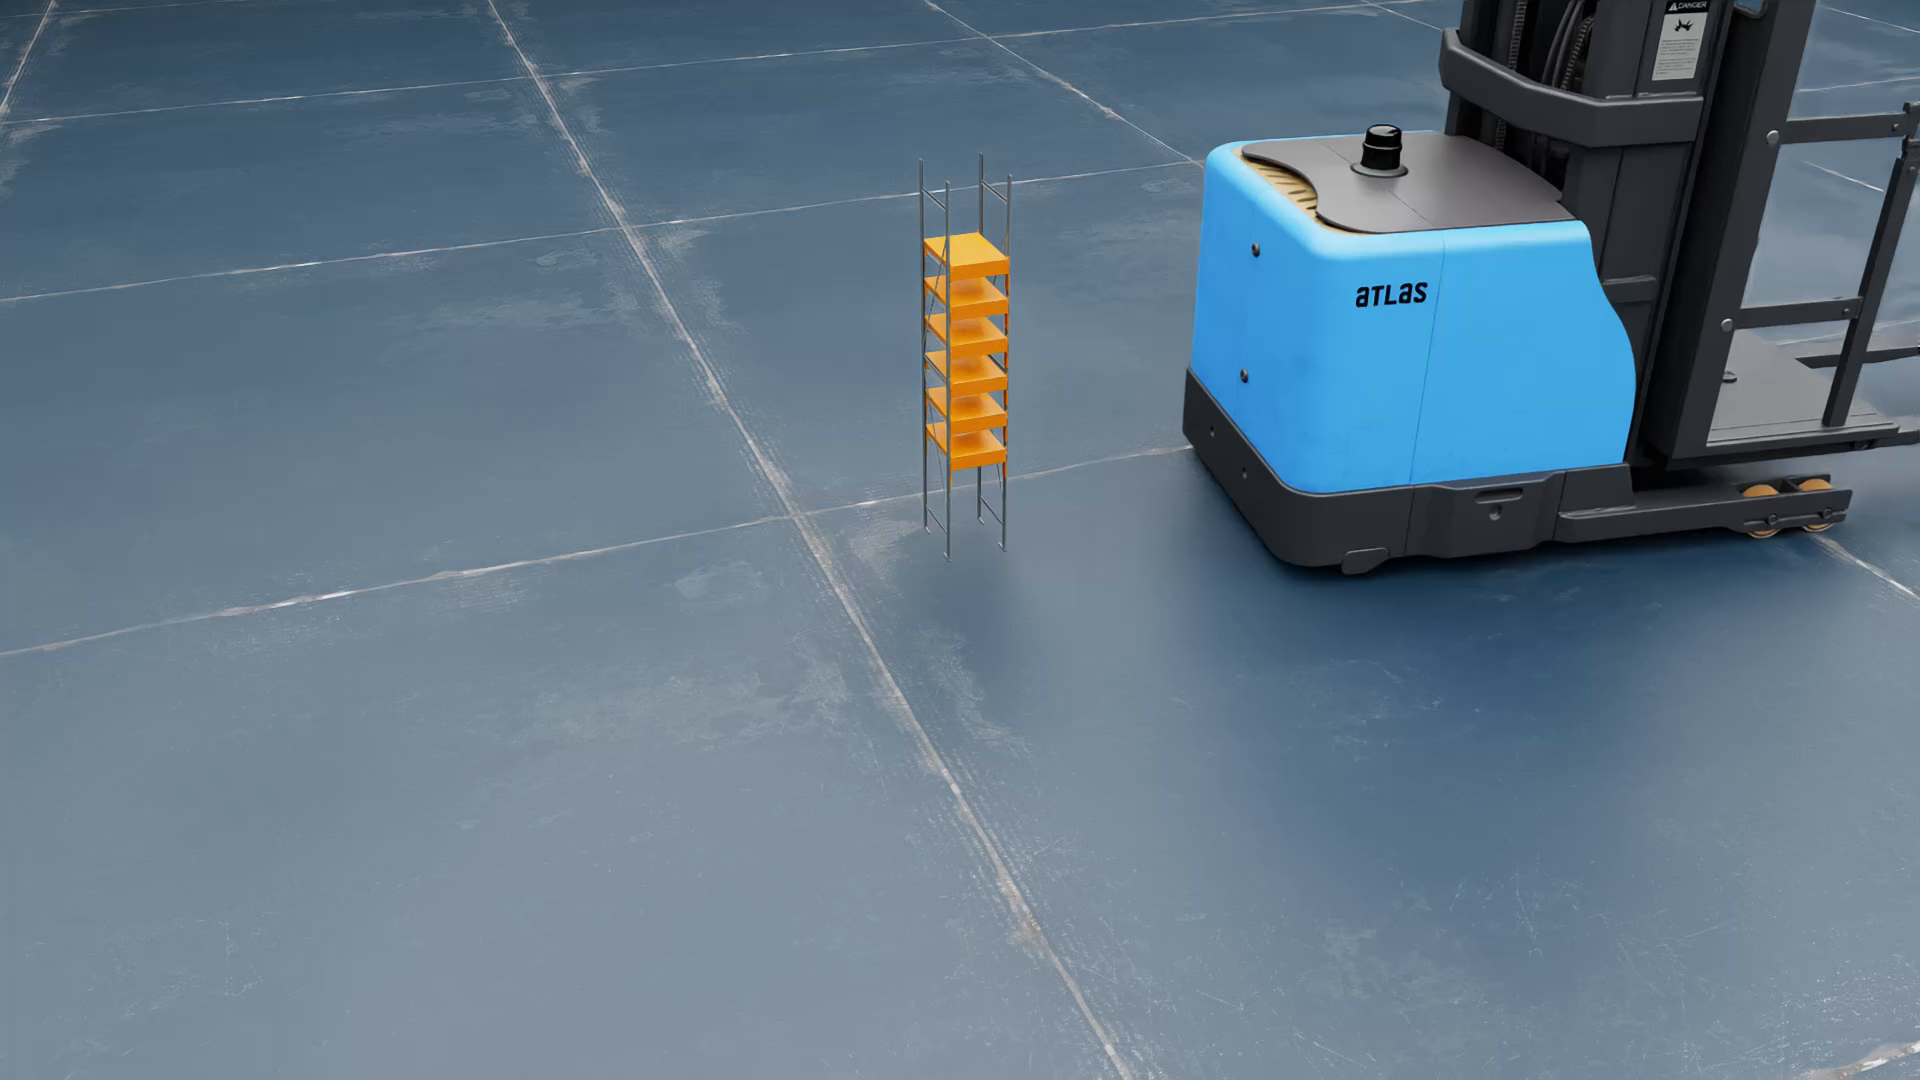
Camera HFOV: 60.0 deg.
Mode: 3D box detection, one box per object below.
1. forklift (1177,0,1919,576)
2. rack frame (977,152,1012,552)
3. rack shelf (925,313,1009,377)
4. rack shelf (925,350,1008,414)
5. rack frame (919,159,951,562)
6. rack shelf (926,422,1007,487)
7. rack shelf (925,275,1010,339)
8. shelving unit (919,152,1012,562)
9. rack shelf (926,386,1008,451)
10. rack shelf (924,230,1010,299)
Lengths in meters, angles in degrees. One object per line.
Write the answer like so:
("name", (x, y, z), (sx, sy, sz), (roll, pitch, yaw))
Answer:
("forklift", (2.325, -1.527, 4.969), (3.031, 2.935, 1.130), (-6, 30, -10))
("rack frame", (0.099, -0.540, 4.985), (0.006, 1.200, 0.240), (-10, 31, -18))
("rack shelf", (0.014, -0.589, 4.920), (0.180, 0.103, 0.258), (-10, 31, -18))
("rack shelf", (0.014, -0.485, 4.979), (0.180, 0.103, 0.258), (-10, 31, -18))
("rack frame", (-0.072, -0.508, 4.930), (0.006, 1.200, 0.240), (-10, 31, -18))
("rack shelf", (0.014, -0.277, 5.098), (0.180, 0.103, 0.258), (-10, 31, -18))
("rack shelf", (0.014, -0.694, 4.861), (0.180, 0.103, 0.258), (-10, 31, -18))
("shelving unit", (0.014, -0.524, 4.957), (0.189, 1.200, 0.258), (-10, 31, -18))
("rack shelf", (0.014, -0.381, 5.039), (0.180, 0.103, 0.258), (-10, 31, -18))
("rack shelf", (0.014, -0.798, 4.801), (0.180, 0.103, 0.258), (-10, 31, -18))
